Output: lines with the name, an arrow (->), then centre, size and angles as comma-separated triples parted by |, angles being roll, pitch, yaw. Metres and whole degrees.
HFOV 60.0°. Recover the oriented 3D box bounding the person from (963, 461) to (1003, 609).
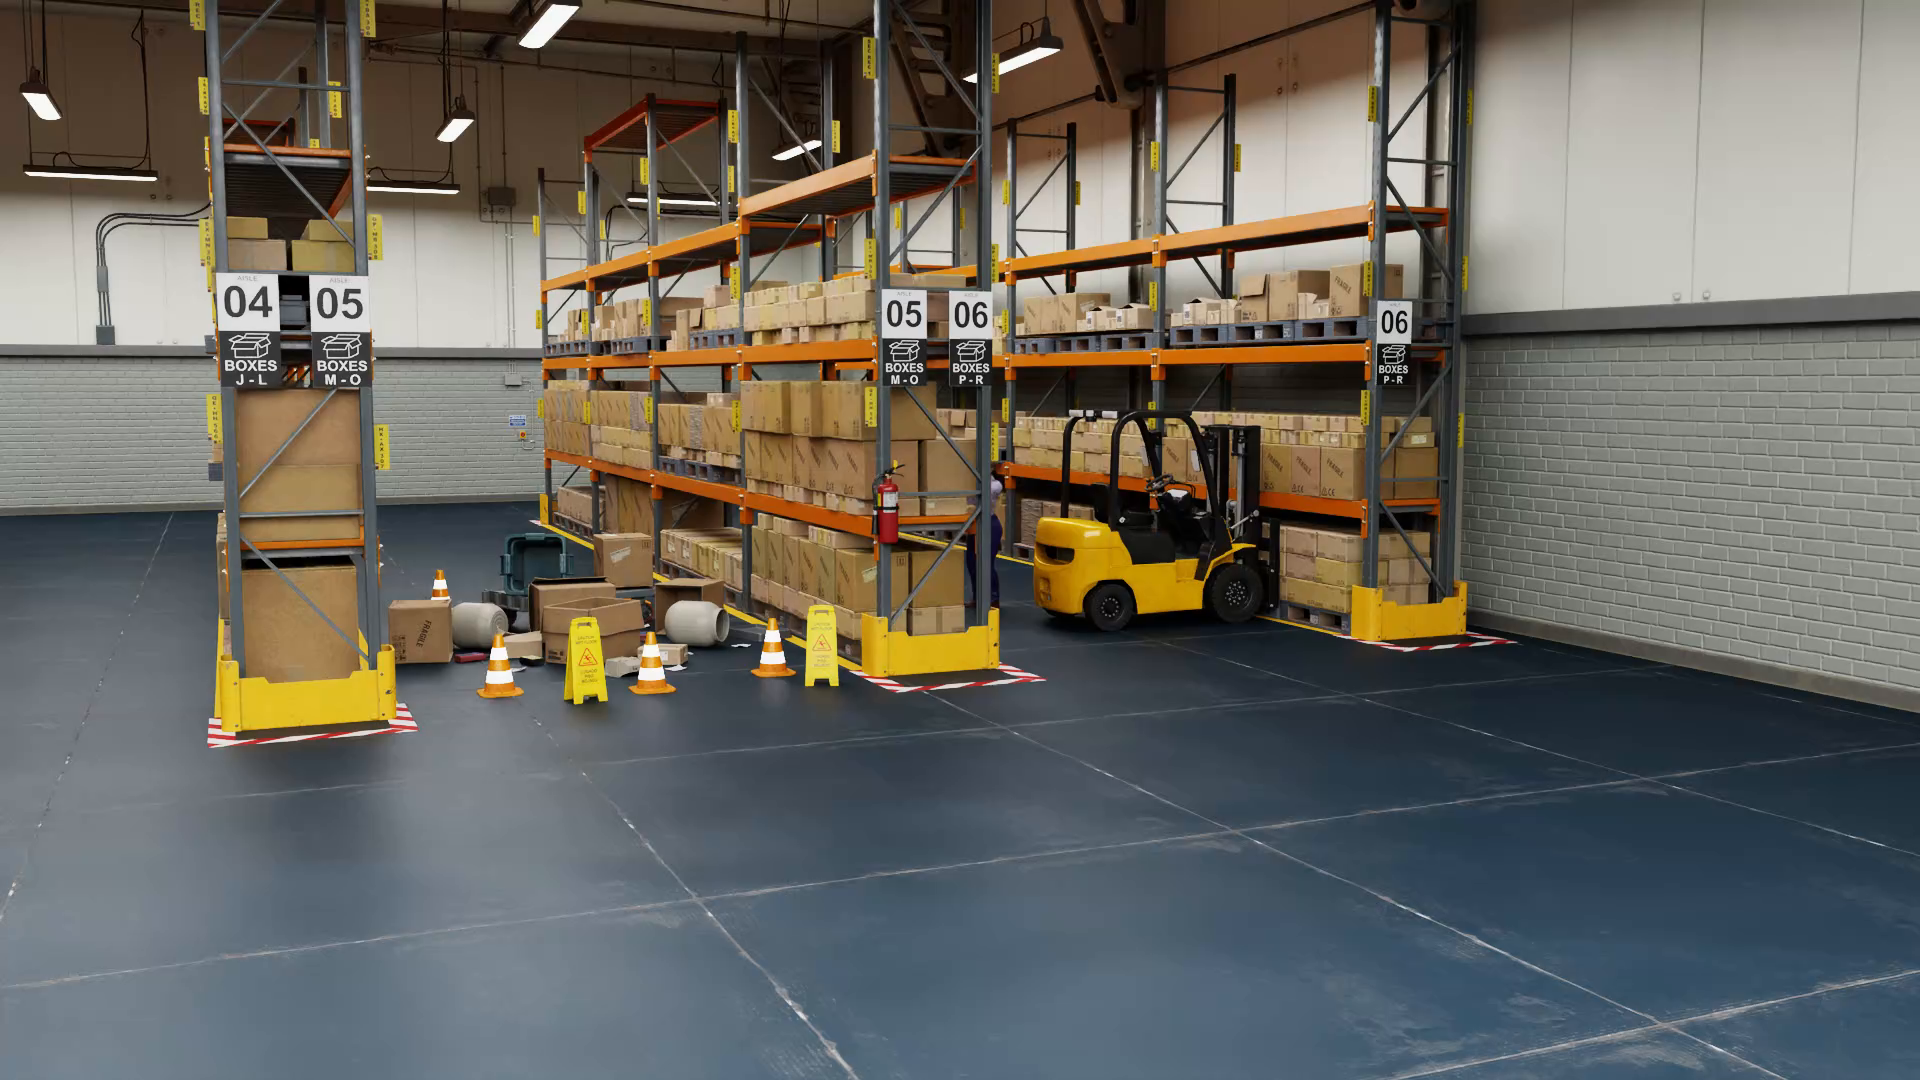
person -> 0.184, -0.076, 17.927 | 0.516, 1.643, 0.451 | -3, 6, -31
